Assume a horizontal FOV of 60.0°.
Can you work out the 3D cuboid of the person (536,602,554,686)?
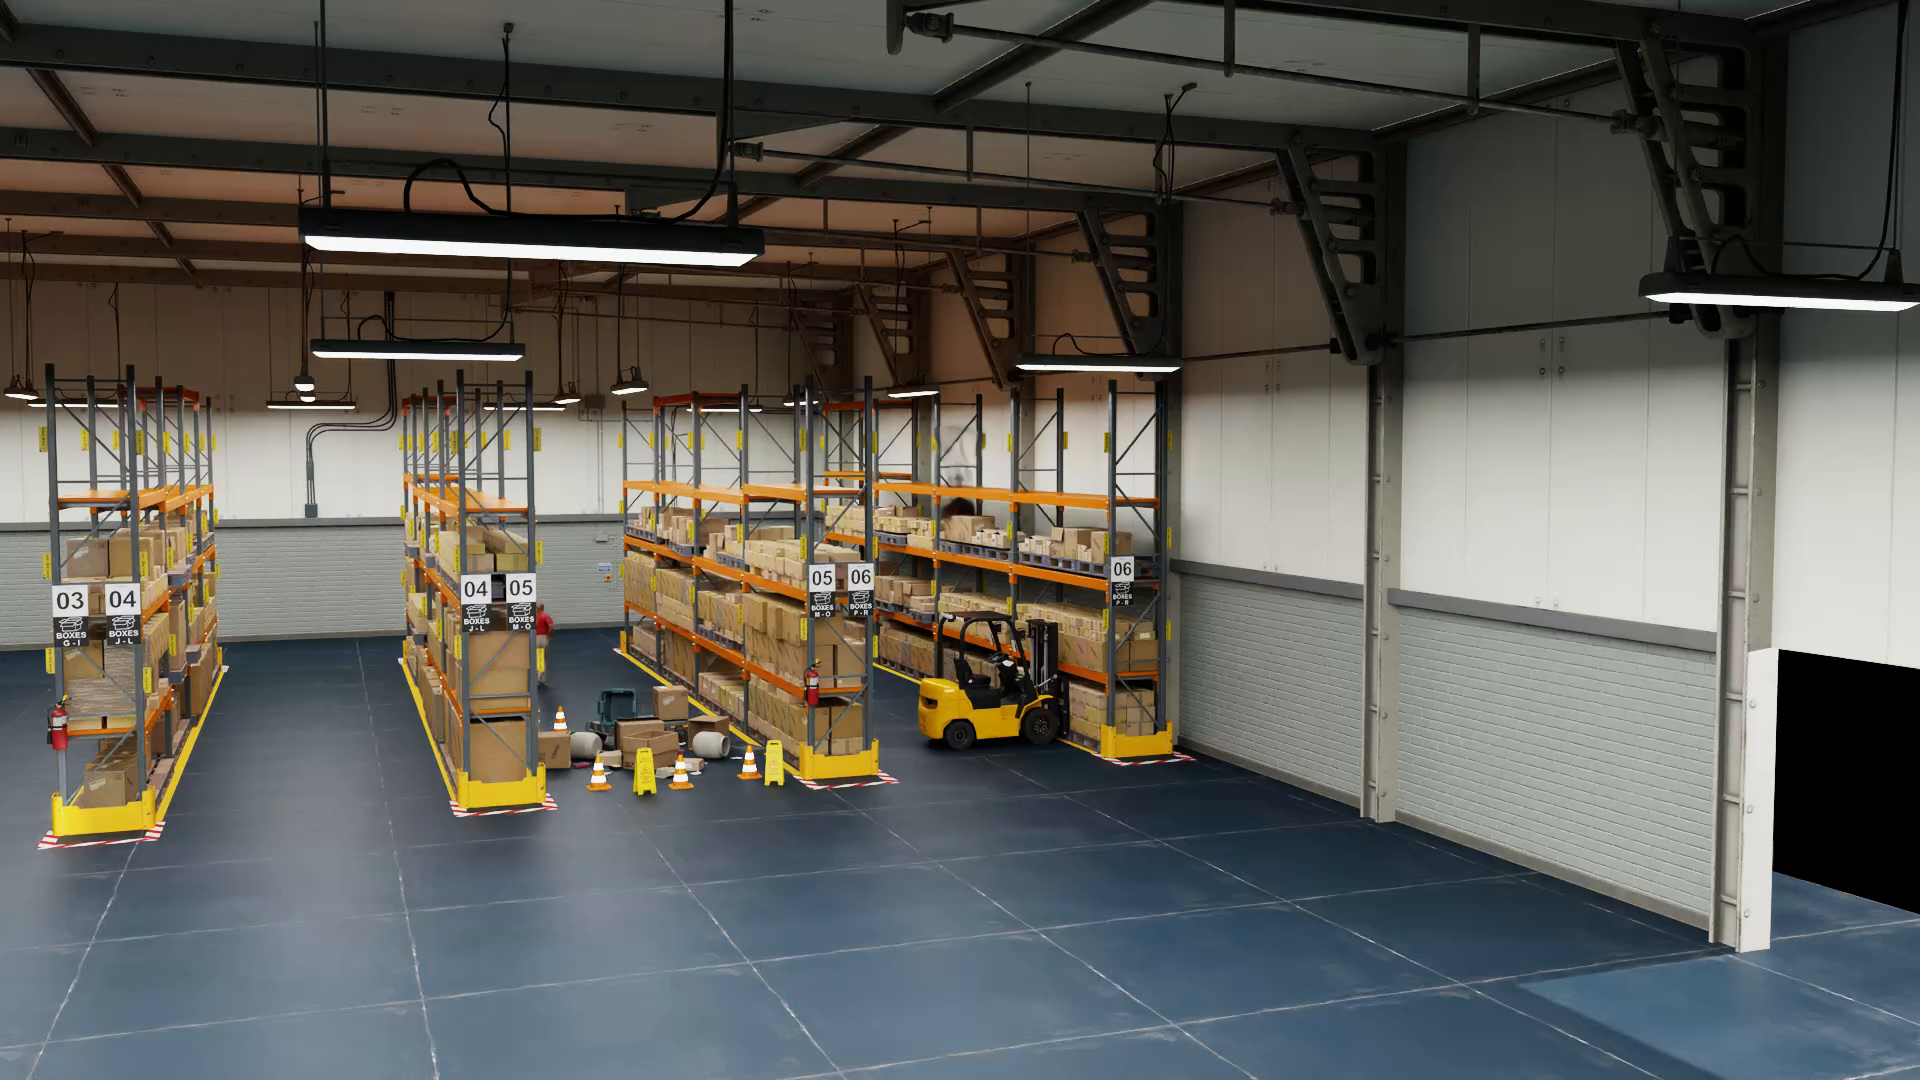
[{"bbox_3d":[-8.629,2.153,34.067,0.623,1.764,0.892,-1,3,-13],"label":"person"}]
